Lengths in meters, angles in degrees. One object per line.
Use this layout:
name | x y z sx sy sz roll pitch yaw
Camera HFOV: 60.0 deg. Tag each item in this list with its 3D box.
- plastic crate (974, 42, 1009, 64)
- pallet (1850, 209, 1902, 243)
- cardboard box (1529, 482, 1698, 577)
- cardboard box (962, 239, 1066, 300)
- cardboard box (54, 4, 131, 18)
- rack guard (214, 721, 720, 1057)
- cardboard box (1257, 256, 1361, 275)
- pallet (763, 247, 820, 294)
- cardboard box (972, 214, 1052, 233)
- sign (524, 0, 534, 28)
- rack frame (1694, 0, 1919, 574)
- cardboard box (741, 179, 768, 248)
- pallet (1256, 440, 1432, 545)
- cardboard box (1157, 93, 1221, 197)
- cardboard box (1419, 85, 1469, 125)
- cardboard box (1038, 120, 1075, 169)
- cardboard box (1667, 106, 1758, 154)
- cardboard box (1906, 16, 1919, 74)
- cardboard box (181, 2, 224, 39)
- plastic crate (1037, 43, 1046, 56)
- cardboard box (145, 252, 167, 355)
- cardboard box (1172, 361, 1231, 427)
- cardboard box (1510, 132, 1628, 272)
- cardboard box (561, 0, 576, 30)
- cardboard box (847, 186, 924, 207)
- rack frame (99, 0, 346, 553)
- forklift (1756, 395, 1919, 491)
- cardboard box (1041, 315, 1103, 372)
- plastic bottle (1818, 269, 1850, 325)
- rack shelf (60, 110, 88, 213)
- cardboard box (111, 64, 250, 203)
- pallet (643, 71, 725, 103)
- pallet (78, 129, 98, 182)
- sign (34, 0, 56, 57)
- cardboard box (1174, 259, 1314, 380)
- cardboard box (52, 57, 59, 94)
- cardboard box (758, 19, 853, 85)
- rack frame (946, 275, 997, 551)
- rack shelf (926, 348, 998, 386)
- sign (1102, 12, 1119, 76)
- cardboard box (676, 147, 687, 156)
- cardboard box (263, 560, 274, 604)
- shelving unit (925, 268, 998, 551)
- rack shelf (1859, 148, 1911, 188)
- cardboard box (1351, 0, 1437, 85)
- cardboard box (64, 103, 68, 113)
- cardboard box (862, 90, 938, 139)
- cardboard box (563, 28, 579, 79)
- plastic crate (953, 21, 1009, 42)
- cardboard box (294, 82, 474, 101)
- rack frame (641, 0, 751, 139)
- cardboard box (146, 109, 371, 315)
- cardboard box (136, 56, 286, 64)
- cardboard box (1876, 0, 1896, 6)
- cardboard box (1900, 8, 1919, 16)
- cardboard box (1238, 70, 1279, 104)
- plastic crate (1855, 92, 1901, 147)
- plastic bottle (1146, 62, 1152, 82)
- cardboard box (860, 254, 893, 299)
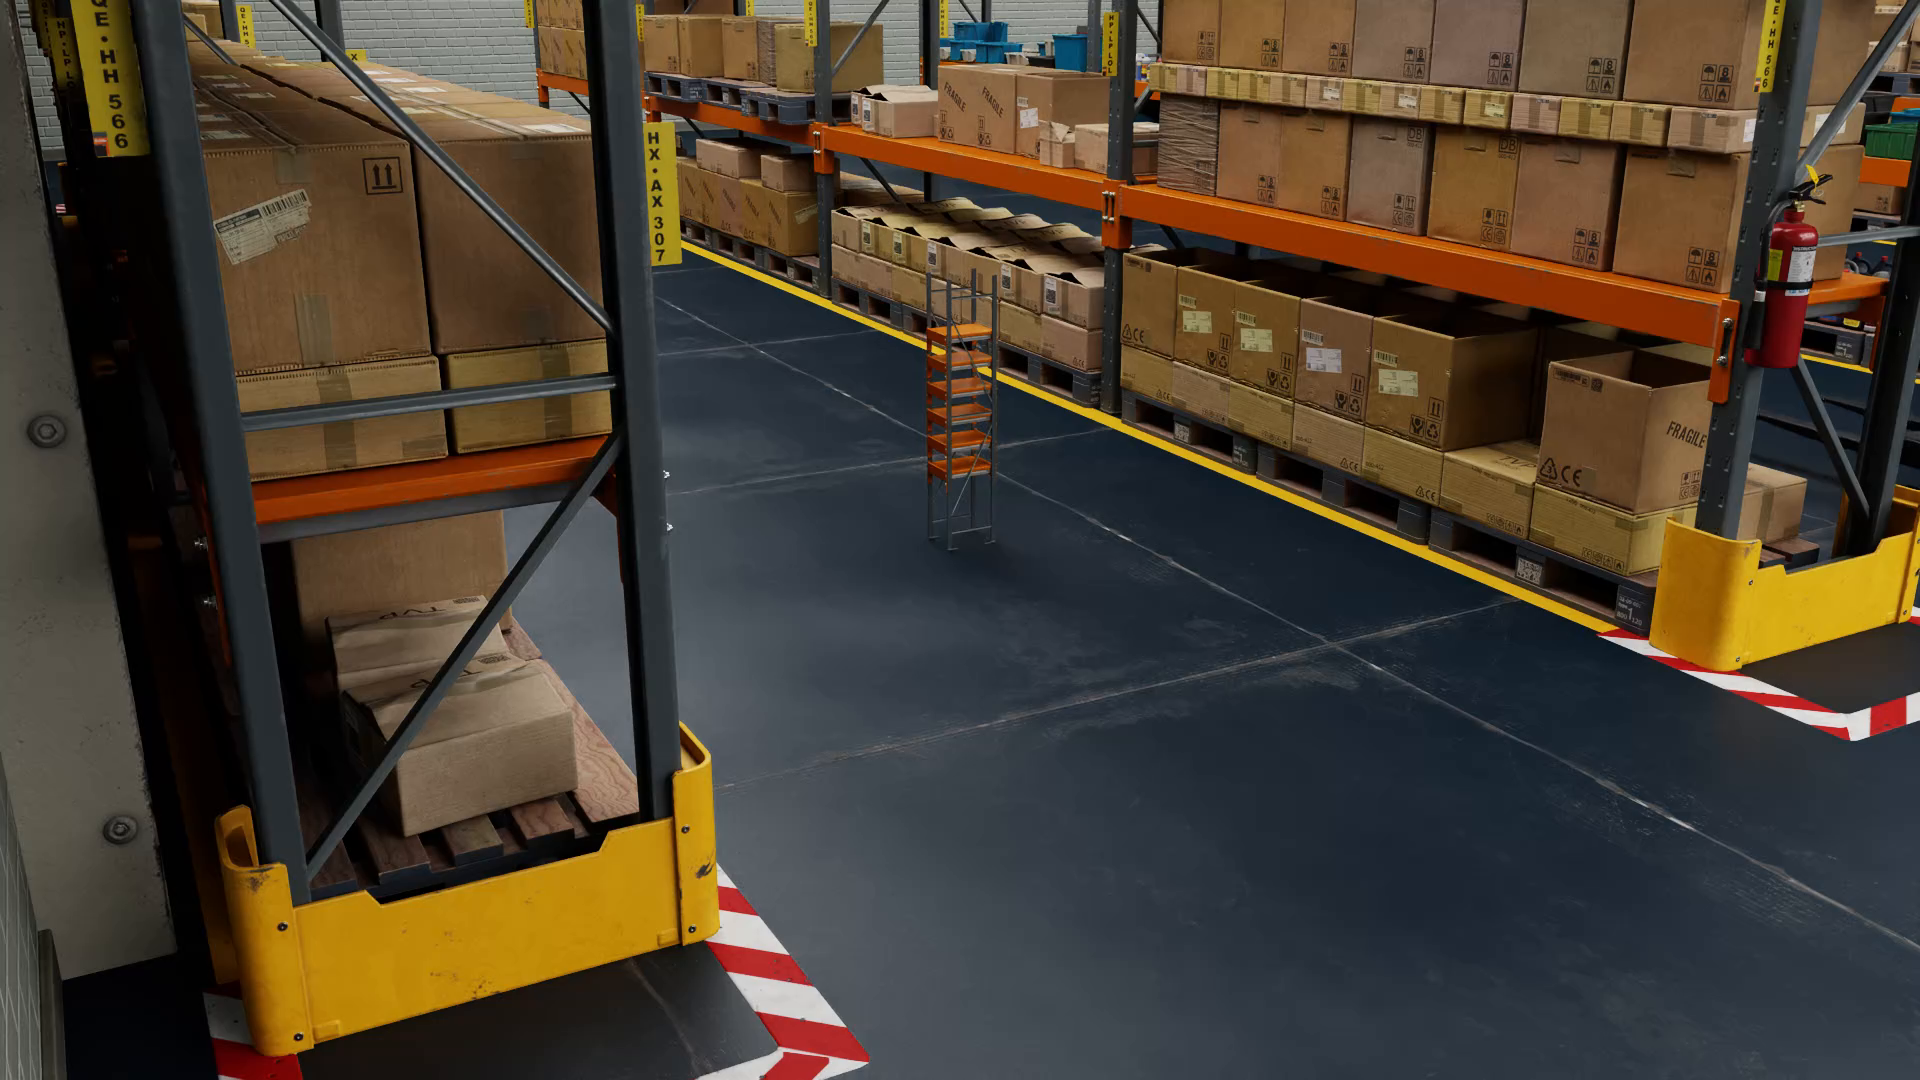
plastic crate | 0.394 -5.885 20.084 0.416 0.233 0.300 -10 21 -27
pallet | 9.044 -3.014 15.873 1.003 0.211 1.213 -10 21 -27
cardboard box | 2.663 -0.083 6.677 0.500 0.250 0.500 -10 21 -27
cardboard box | 0.346 -1.752 10.654 0.500 0.311 0.500 -10 21 -27
cardboard box | -5.422 -3.246 10.483 0.500 0.250 0.500 -9 21 -25
rack guard | -1.216 0.852 4.228 1.175 0.500 0.348 -10 21 -27
cardboard box | 1.918 -1.233 8.860 0.500 0.500 0.500 -10 21 -27
pallet | -0.942 -2.275 13.732 1.003 0.211 1.213 -10 21 -27
cardboard box | 0.334 -2.131 11.752 0.500 0.311 0.500 -10 21 -27
sign | -4.897 -5.994 18.910 0.100 0.325 0.005 -10 21 -27
rack frame | 3.178 -1.076 5.984 1.000 3.000 0.127 -10 21 -27
cardboard box | -1.517 -2.780 14.078 0.500 0.500 0.500 -11 22 -29
pallet | 2.203 -0.321 8.070 1.003 0.211 1.213 -10 21 -27
cardboard box | 1.495 -2.145 8.929 0.700 0.500 0.500 -11 22 -28
cardboard box | 2.213 -1.882 7.170 0.380 0.149 0.250 -9 21 -25
cardboard box | 0.699 -2.385 9.982 0.396 0.266 0.258 -11 22 -28
cardboard box | 2.829 -1.510 6.094 0.380 0.149 0.250 -10 22 -28
cardboard box | 9.094 -4.489 15.070 0.797 0.503 0.637 -8 20 -21
cardboard box | -4.981 -3.335 10.739 0.500 0.250 0.500 -9 21 -25
plastic crate | 1.142 -5.835 19.939 0.416 0.233 0.300 -10 21 -27
cardboard box | -2.313 -0.786 5.343 0.500 0.250 0.500 -10 21 -26
cardboard box | 1.465 -0.799 8.751 0.500 0.250 0.500 -10 21 -27
cardboard box | 2.714 -1.410 6.796 0.700 0.500 0.500 -9 21 -25
cardboard box | -3.953 -5.728 17.778 0.500 0.500 0.500 -10 21 -26
cardboard box | -0.586 -2.574 13.482 0.500 0.500 0.500 -9 21 -24
rack frame | -3.079 -1.456 7.085 1.000 3.000 0.127 -10 21 -27
forklift | 5.058 -1.472 7.234 1.130 2.935 3.031 -9 21 -24
cardboard box | 0.826 -1.197 9.906 0.500 0.250 0.500 -10 22 -27
plastic bottle | 5.747 -1.596 10.877 0.144 0.351 0.185 -11 22 -29
rack shelf | -5.928 -2.838 12.194 1.077 0.370 4.000 -10 21 -27
cardboard box | -3.040 -1.582 6.499 0.500 0.500 0.500 -11 22 -28
pallet | -2.237 -4.184 15.284 1.003 0.211 1.213 -10 21 -27
pallet | -4.547 -2.326 9.899 1.213 0.211 1.003 -10 21 -27
sign | -5.466 -3.065 9.972 0.100 0.325 0.005 -10 21 -27
cardboard box | 1.468 -1.154 8.630 0.500 0.500 0.500 -10 21 -27
cardboard box | -7.817 -4.470 15.360 0.980 0.700 0.700 -11 22 -29
cardboard box | -1.285 -4.074 13.874 0.700 0.500 0.500 -6 20 -16
rack frame | 0.050 -0.537 7.179 0.240 1.200 0.006 -10 21 -27
rack shelf | 0.007 -0.748 7.192 0.258 0.103 0.180 -10 21 -27
sign | 0.806 -2.648 8.884 0.100 0.325 0.005 -10 21 -27
cardboard box | -3.041 -3.667 16.649 0.500 0.500 0.500 -10 21 -27
cardboard box | -2.337 0.146 6.138 0.380 0.149 0.250 -12 22 -31
shelving unit | 0.007 -0.563 7.255 0.258 1.200 0.189 -10 21 -27
rack shelf | 6.589 -2.076 9.985 1.077 0.370 4.000 -10 21 -27
cardboard box | 2.210 -2.326 7.465 0.700 0.500 0.500 -10 21 -27
cardboard box | -6.155 -3.336 11.892 0.500 0.500 0.500 -9 21 -25
cardboard box | -0.367 -3.044 11.823 0.500 0.311 0.500 -10 22 -27
cardboard box | -3.956 -5.257 17.945 0.500 0.500 0.500 -10 21 -27
plastic crate | 0.265 -6.413 21.305 0.616 0.435 0.499 -10 21 -27
cardboard box | -1.863 -1.224 5.460 0.500 0.500 0.500 -9 21 -25
rack frame | -2.520 -4.521 15.967 1.000 3.000 0.127 -10 21 -27
cardboard box | -1.821 -0.849 4.376 0.500 0.500 0.500 -10 21 -26
cardboard box | -3.550 -2.024 7.903 0.700 0.500 0.500 -8 20 -21
cardboard box | 14.220 -8.349 25.374 0.500 0.500 0.500 -10 22 -27
cardboard box | 11.504 -6.300 19.951 0.380 0.149 0.250 -9 21 -25
cardboard box | 1.605 -2.250 8.239 0.380 0.149 0.250 -10 22 -27
plastic crate | 5.776 -2.791 11.049 0.767 0.338 0.504 -10 21 -27
plastic bottle | 1.976 -4.831 17.169 0.097 0.201 0.097 0 19 0
cardboard box | -0.391 -1.932 12.034 0.500 0.250 0.500 -11 22 -28
